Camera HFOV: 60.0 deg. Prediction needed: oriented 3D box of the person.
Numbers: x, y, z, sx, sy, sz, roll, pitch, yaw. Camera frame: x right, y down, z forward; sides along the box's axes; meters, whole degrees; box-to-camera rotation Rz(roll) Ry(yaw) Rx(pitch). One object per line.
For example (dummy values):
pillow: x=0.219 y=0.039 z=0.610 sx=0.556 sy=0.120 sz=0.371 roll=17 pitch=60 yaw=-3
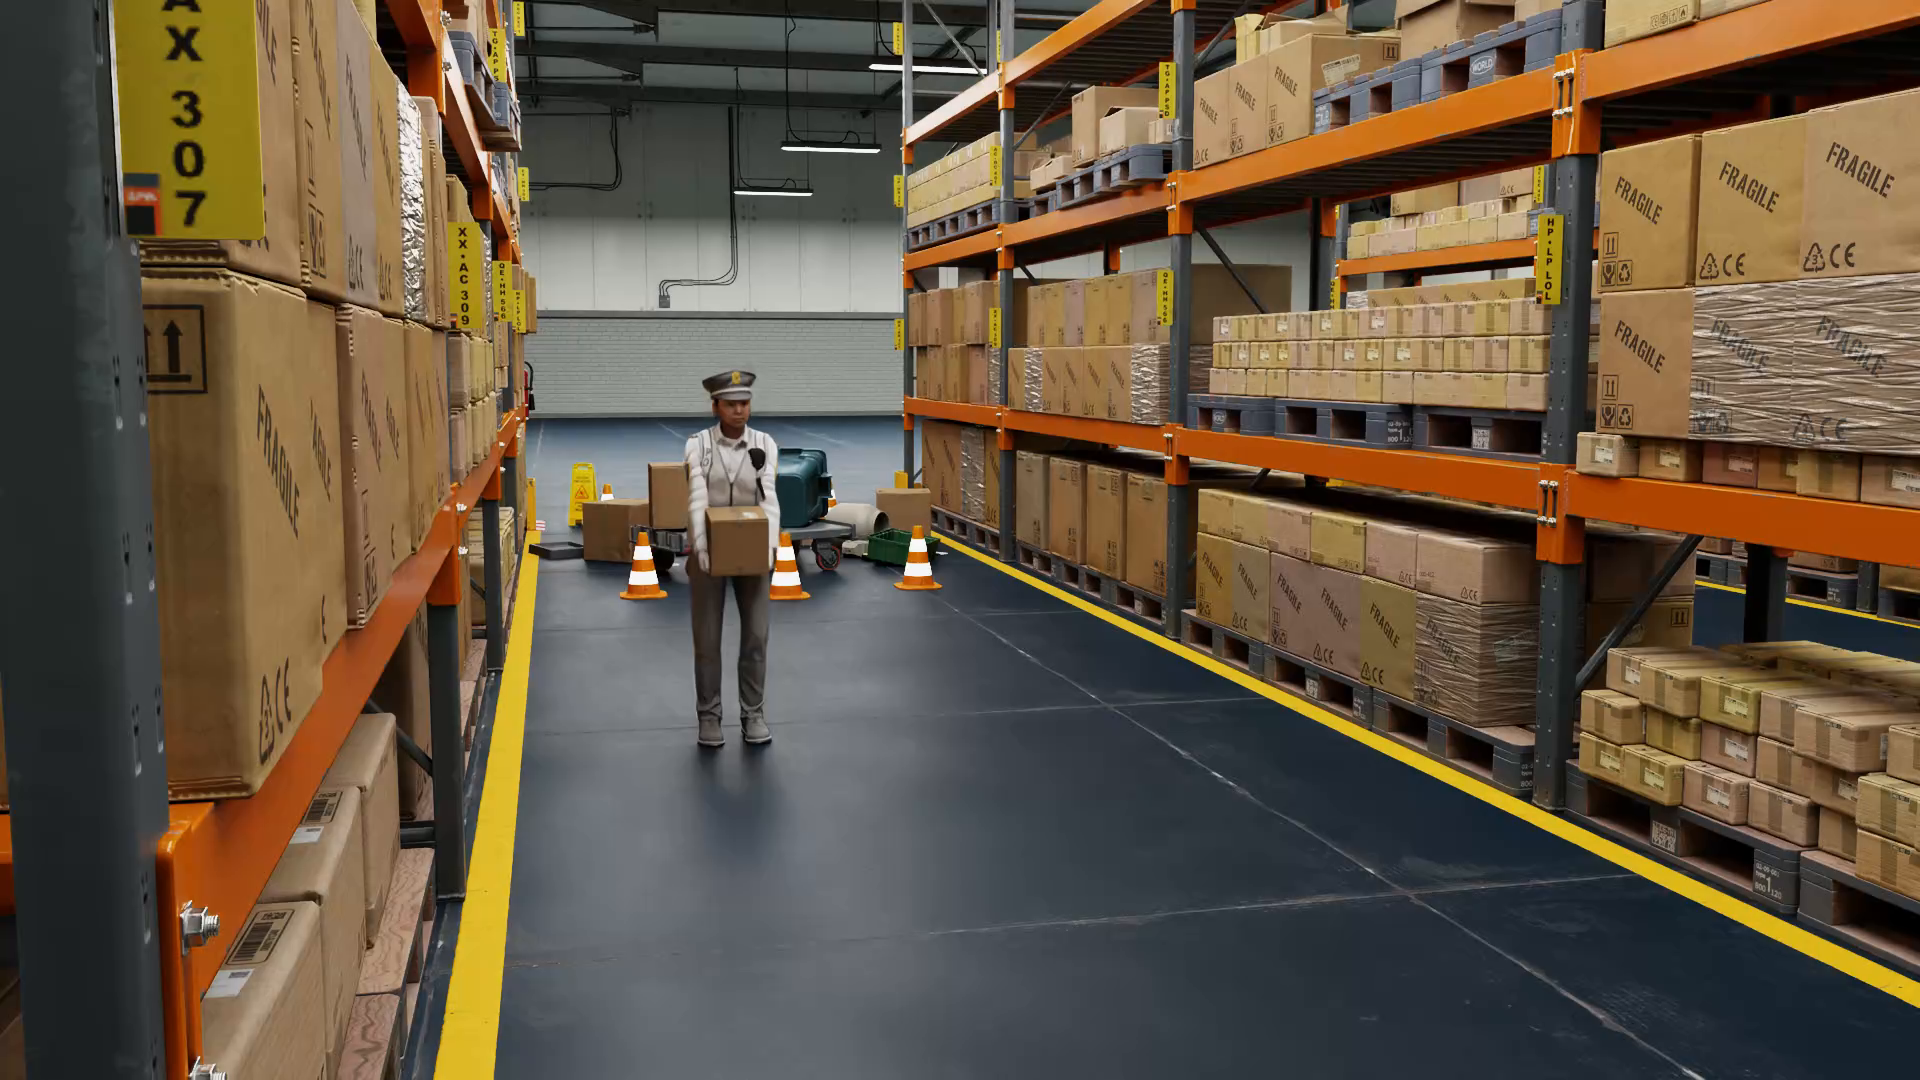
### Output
person: x=-1.012 y=0.078 z=7.454 sx=0.416 sy=1.675 sz=0.530 roll=-2 pitch=6 yaw=-15
